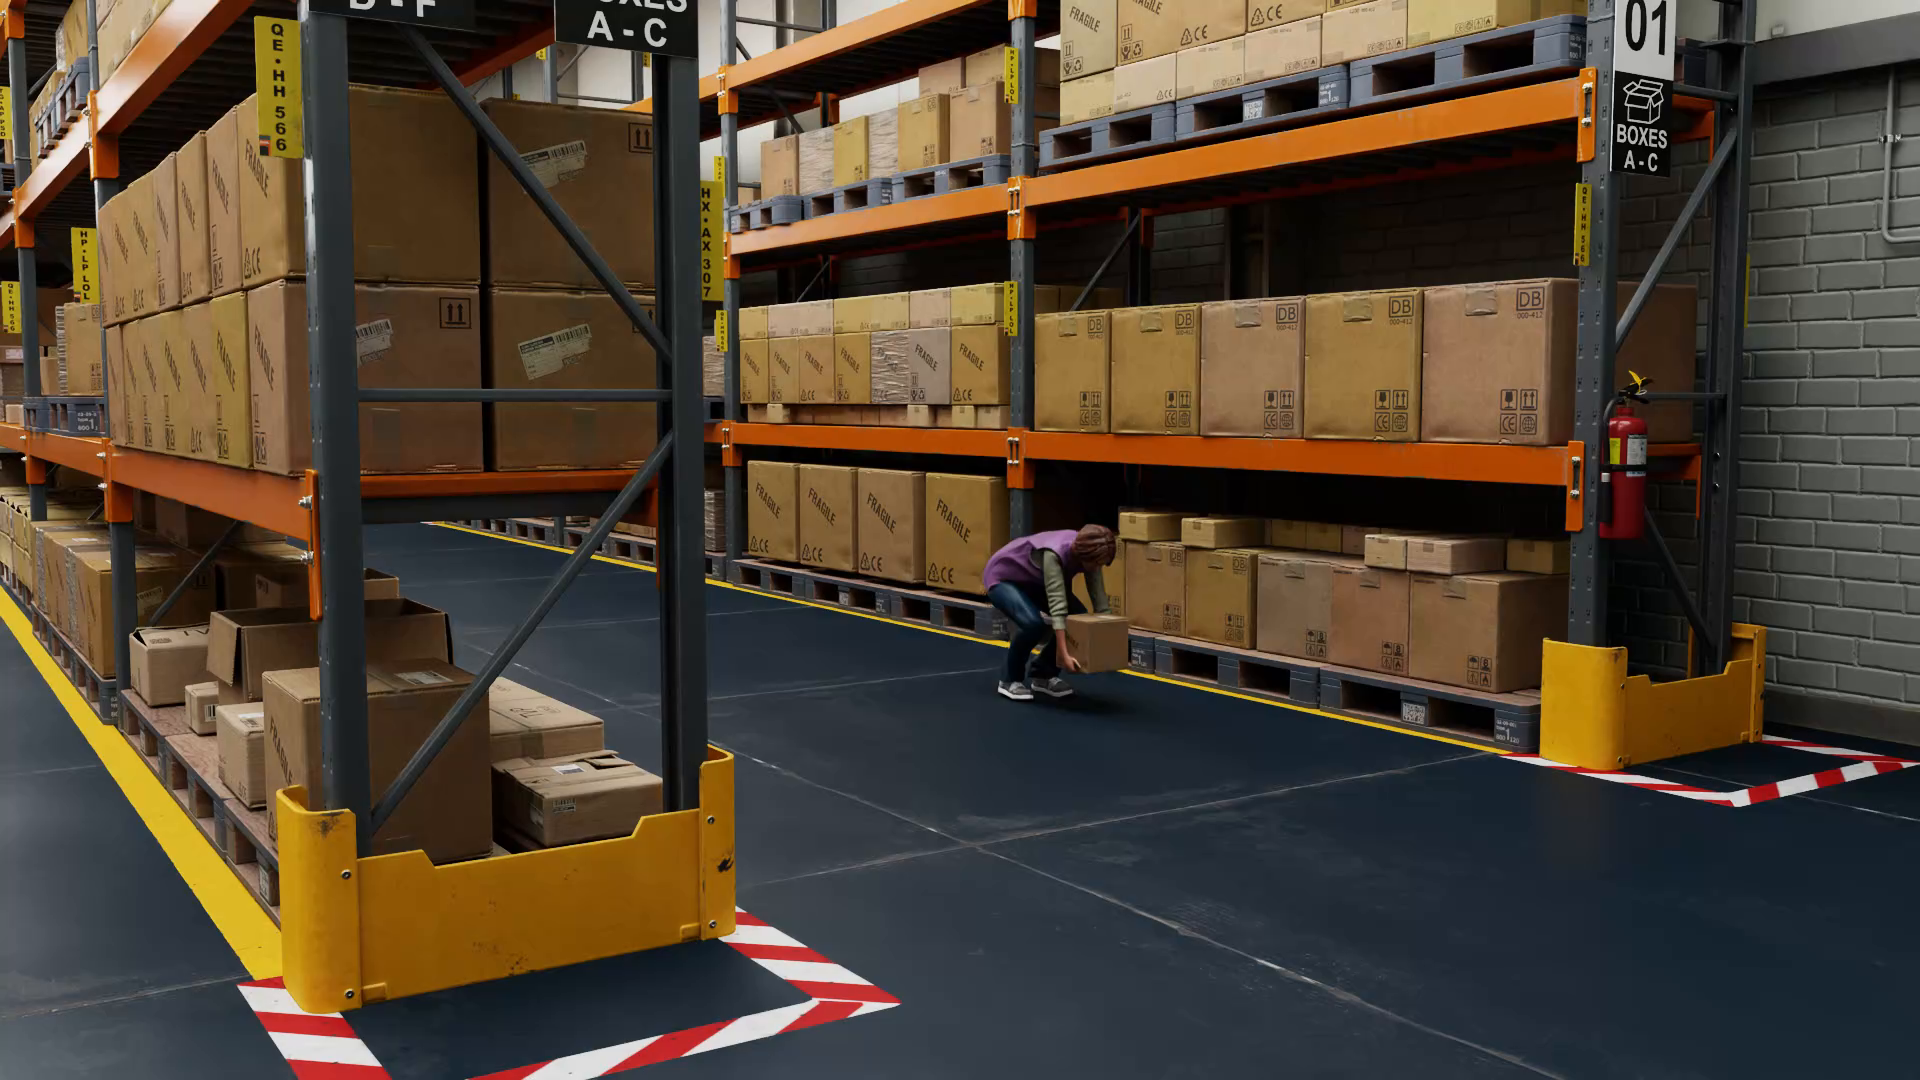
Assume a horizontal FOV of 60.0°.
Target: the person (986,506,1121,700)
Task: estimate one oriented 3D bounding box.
[{"bbox_3d":[0.468,0.325,8.247,0.421,0.960,0.860,-4,6,-37],"label":"person"}]
